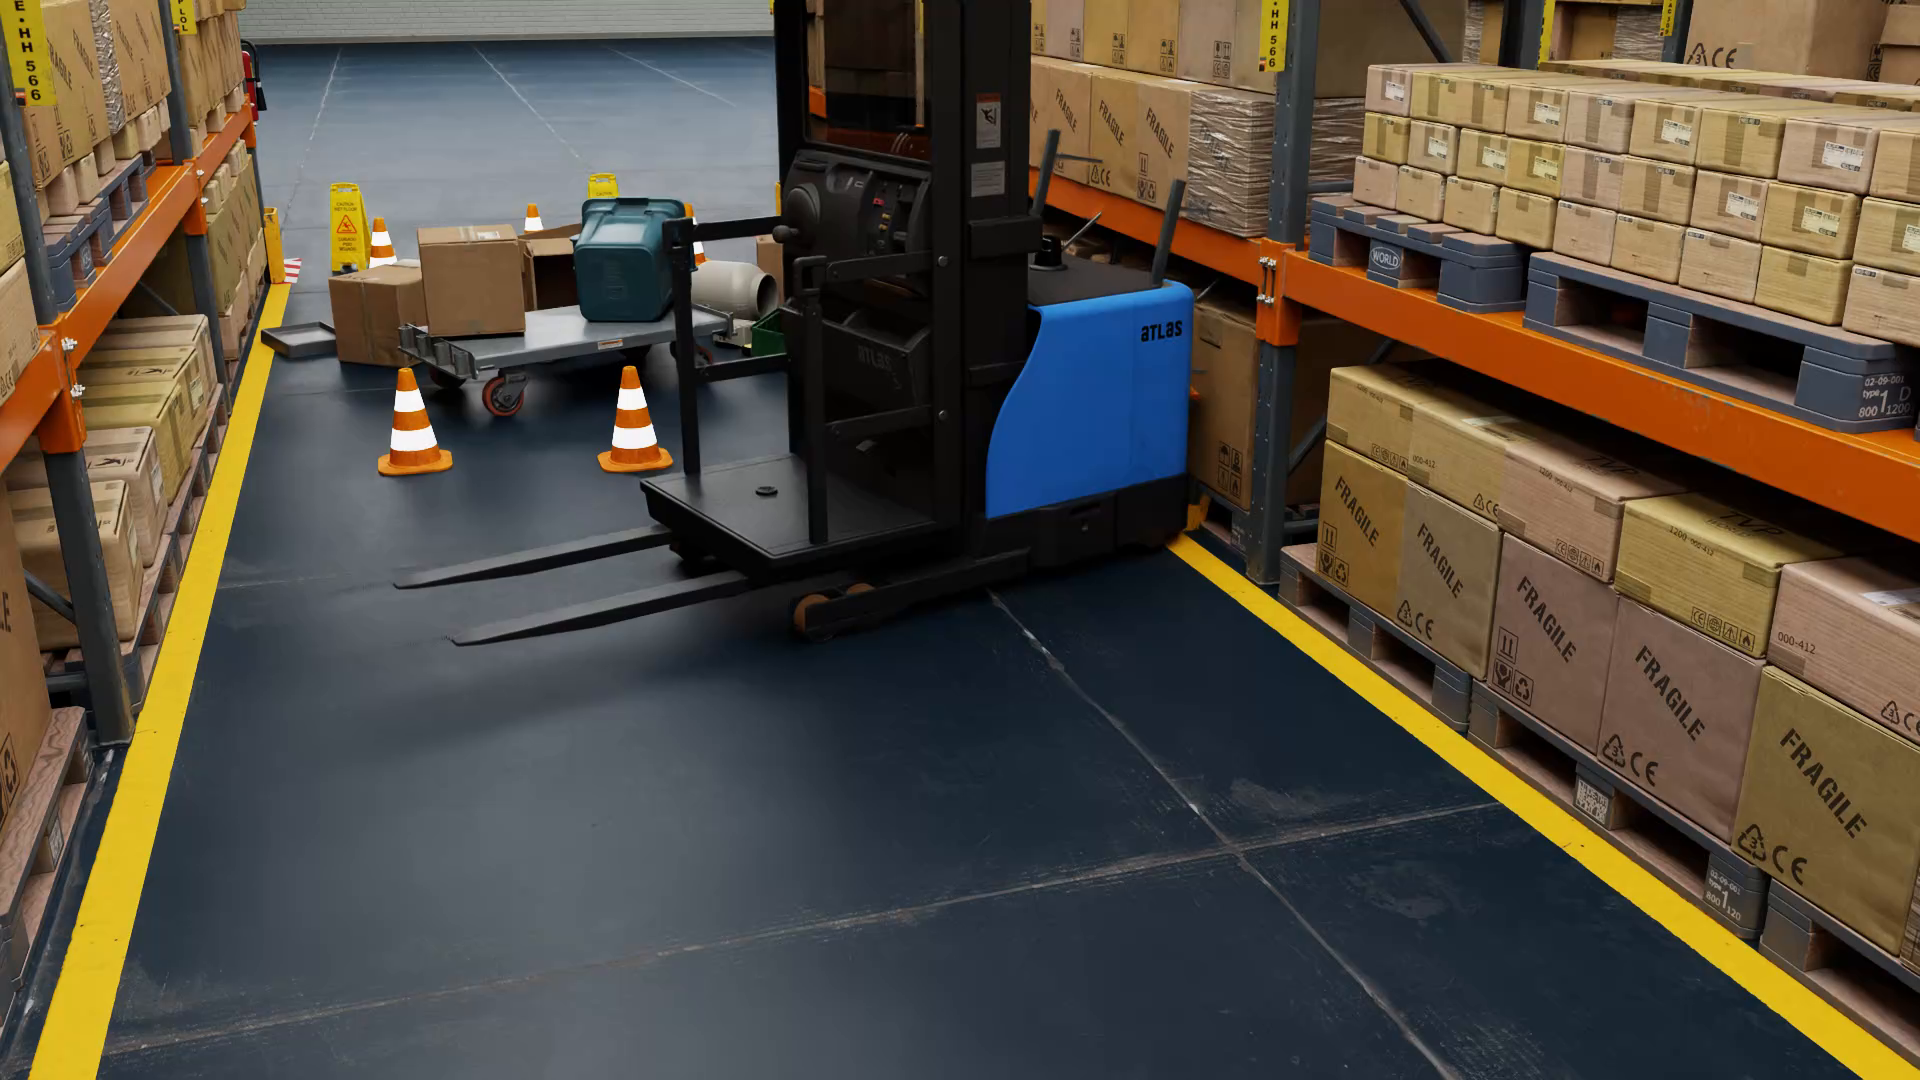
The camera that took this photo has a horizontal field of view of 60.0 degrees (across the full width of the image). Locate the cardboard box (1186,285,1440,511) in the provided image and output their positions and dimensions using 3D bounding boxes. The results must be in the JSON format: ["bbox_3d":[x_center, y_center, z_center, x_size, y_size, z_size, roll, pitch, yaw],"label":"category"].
[{"bbox_3d":[1.504,-0.643,6.975,1.050,0.750,0.750,-7,21,-18],"label":"cardboard box"}]

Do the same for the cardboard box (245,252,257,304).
[{"bbox_3d":[-4.738,-1.646,10.508,0.500,0.250,0.500,-7,21,-19],"label":"cardboard box"}]

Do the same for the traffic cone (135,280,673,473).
[{"bbox_3d":[-3.060,-1.777,7.710,3.046,2.808,1.723,-6,21,-17],"label":"traffic cone"}]

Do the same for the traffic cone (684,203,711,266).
[{"bbox_3d":[-2.086,-2.351,12.777,0.336,0.463,0.334,-6,21,-17],"label":"traffic cone"}]

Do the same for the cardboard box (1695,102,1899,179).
[{"bbox_3d":[2.061,-0.987,4.098,0.380,0.149,0.250,-7,21,-18],"label":"cardboard box"}]

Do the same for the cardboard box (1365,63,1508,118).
[{"bbox_3d":[1.572,-1.488,5.492,0.380,0.149,0.250,-6,21,-17],"label":"cardboard box"}]

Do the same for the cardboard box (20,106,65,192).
[{"bbox_3d":[-2.979,-1.294,4.873,0.500,0.500,0.500,-7,21,-19],"label":"cardboard box"}]

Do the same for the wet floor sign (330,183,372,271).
[{"bbox_3d":[-4.616,-2.374,12.572,0.267,0.644,0.232,1,20,2],"label":"wet floor sign"}]

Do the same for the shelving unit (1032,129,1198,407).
[{"bbox_3d":[0.667,-0.895,7.172,0.500,1.500,0.985,1,23,-28],"label":"shelving unit"}]

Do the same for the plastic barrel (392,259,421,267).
[{"bbox_3d":[-3.486,-1.593,10.726,0.512,0.421,0.421,8,21,20],"label":"plastic barrel"}]

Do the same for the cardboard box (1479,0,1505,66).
[{"bbox_3d":[4.516,-3.894,12.732,0.875,0.500,0.500,-6,21,-17],"label":"cardboard box"}]

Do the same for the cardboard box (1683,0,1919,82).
[{"bbox_3d":[5.171,-3.296,10.458,1.134,1.210,1.638,-6,21,-17],"label":"cardboard box"}]

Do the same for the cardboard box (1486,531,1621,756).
[{"bbox_3d":[1.917,0.259,4.834,0.500,0.500,0.500,-7,21,-19],"label":"cardboard box"}]

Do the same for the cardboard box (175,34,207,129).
[{"bbox_3d":[-4.189,-2.382,8.523,0.500,0.500,0.500,-6,21,-17],"label":"cardboard box"}]

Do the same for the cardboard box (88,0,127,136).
[{"bbox_3d":[-3.473,-1.792,6.258,0.500,0.500,0.500,-7,21,-19],"label":"cardboard box"}]

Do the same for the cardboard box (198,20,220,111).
[{"bbox_3d":[-4.514,-2.703,9.417,0.500,0.500,0.500,-7,21,-18],"label":"cardboard box"}]

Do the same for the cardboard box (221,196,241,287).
[{"bbox_3d":[-4.423,-1.669,9.463,0.500,0.500,0.500,-6,20,-15],"label":"cardboard box"}]

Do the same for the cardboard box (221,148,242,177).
[{"bbox_3d":[-4.736,-2.364,10.437,0.380,0.149,0.250,-5,20,-15],"label":"cardboard box"}]

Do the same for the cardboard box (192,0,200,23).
[{"bbox_3d":[-4.247,-2.846,8.335,0.700,0.500,0.500,-7,21,-18],"label":"cardboard box"}]

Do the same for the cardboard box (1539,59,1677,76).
[{"bbox_3d":[2.199,-1.550,5.664,0.380,0.149,0.250,-7,21,-19],"label":"cardboard box"}]

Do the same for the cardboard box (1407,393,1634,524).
[{"bbox_3d":[1.756,-0.263,5.179,0.500,0.250,0.500,-7,21,-18],"label":"cardboard box"}]

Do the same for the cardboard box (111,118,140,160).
[{"bbox_3d":[-3.584,-1.639,6.792,0.380,0.149,0.250,-6,21,-17],"label":"cardboard box"}]

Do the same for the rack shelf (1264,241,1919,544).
[{"bbox_3d":[2.238,-0.318,4.430,1.077,0.370,4.000,-6,21,-17],"label":"rack shelf"}]

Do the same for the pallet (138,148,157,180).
[{"bbox_3d":[-4.213,-1.673,7.421,1.003,0.211,1.213,-6,21,-17],"label":"pallet"}]

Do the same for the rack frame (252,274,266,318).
[{"bbox_3d":[-5.326,-1.707,11.355,1.003,0.211,1.213,-6,21,-17],"label":"rack frame"}]

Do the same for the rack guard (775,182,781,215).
[{"bbox_3d":[-0.912,-2.697,13.687,1.175,0.500,0.348,-6,21,-17],"label":"rack guard"}]

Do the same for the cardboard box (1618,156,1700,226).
[{"bbox_3d":[1.977,-0.929,4.375,0.380,0.149,0.250,-7,21,-18],"label":"cardboard box"}]

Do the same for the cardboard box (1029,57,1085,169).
[{"bbox_3d":[0.576,-2.109,8.204,0.500,0.500,0.500,-6,21,-17],"label":"cardboard box"}]

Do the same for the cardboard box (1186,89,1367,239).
[{"bbox_3d":[1.213,-1.462,6.401,0.500,0.500,0.500,-6,21,-17],"label":"cardboard box"}]

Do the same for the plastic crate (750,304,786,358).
[{"bbox_3d":[-0.946,-1.203,9.902,0.450,0.188,0.662,13,22,7],"label":"plastic crate"}]

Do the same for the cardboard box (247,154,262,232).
[{"bbox_3d":[-3.210,-0.897,5.111,0.853,1.989,13.684,-6,21,-17],"label":"cardboard box"}]

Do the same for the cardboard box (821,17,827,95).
[{"bbox_3d":[-0.495,-3.455,11.877,0.875,0.550,0.550,-6,21,-17],"label":"cardboard box"}]

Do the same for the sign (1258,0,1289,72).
[{"bbox_3d":[1.084,-1.784,5.732,0.100,0.325,0.005,-6,21,-17],"label":"sign"}]

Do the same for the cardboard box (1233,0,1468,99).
[{"bbox_3d":[1.478,-1.962,6.313,0.700,0.500,0.500,-7,21,-17],"label":"cardboard box"}]

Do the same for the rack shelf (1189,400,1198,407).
[{"bbox_3d":[0.652,-0.750,7.195,0.416,0.036,0.922,1,23,-28],"label":"rack shelf"}]

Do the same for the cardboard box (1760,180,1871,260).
[{"bbox_3d":[2.137,-0.764,3.916,0.380,0.149,0.250,-6,21,-17],"label":"cardboard box"}]

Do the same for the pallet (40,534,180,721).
[{"bbox_3d":[-3.302,0.321,5.711,1.003,0.211,1.213,-6,21,-17],"label":"pallet"}]

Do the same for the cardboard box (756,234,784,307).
[{"bbox_3d":[-1.110,-1.796,11.174,0.500,0.500,0.500,-3,20,-8],"label":"cardboard box"}]

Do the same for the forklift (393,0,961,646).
[{"bbox_3d":[-0.991,-1.428,6.555,3.031,2.935,2.615,-13,24,-33],"label":"forklift"}]

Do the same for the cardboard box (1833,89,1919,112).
[{"bbox_3d":[2.603,-1.134,4.508,0.380,0.149,0.250,-5,20,-15],"label":"cardboard box"}]

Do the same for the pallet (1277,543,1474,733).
[{"bbox_3d":[1.854,0.264,5.868,1.003,0.211,1.213,-6,21,-17],"label":"pallet"}]

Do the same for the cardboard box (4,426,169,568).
[{"bbox_3d":[-3.465,-0.120,6.079,0.950,0.372,0.625,-7,21,-18],"label":"cardboard box"}]
